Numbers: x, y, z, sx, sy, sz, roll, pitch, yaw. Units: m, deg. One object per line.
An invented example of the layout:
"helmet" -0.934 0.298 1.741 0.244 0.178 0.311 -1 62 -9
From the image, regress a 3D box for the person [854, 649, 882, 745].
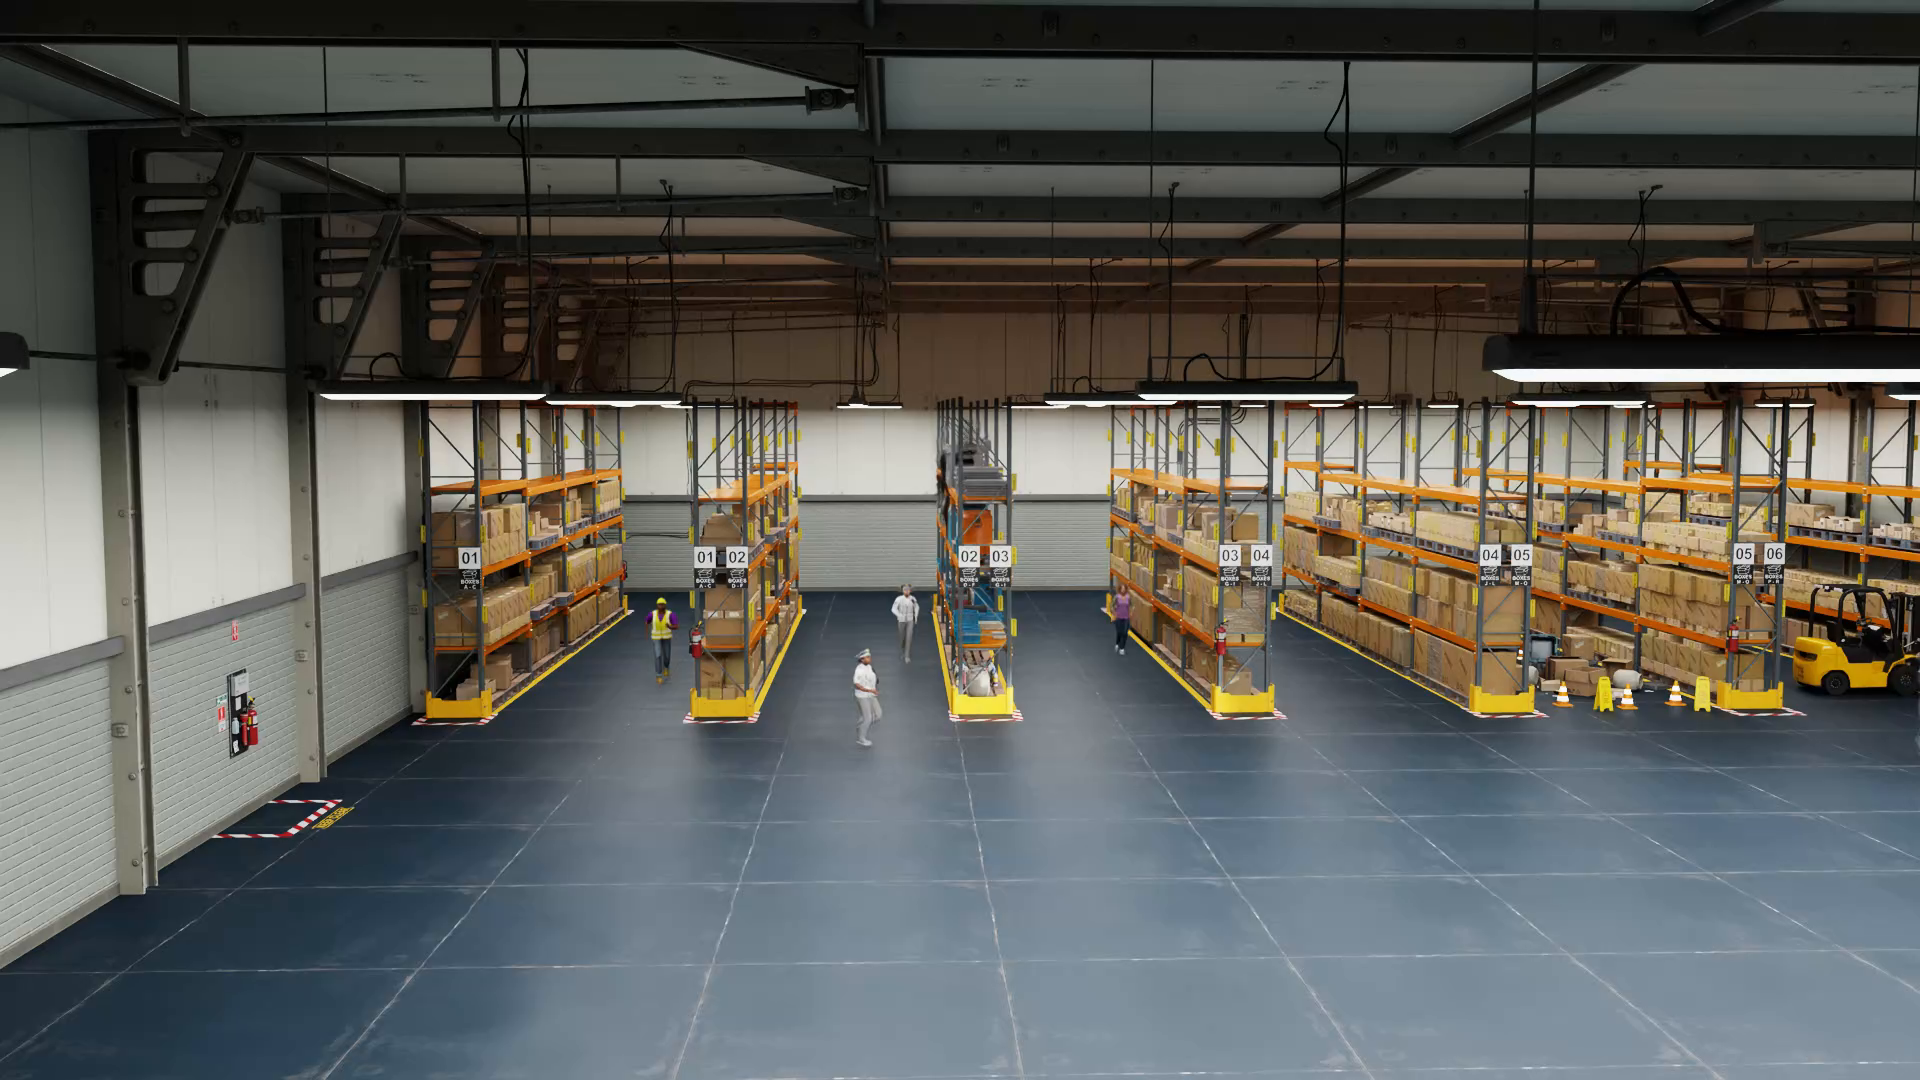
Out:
"person" -1.587 2.696 28.580 0.555 1.656 0.570 2 5 29

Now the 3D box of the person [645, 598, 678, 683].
"person" -6.304 2.097 35.162 0.700 1.754 0.963 -1 5 -11

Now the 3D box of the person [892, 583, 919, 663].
"person" -1.181 1.791 36.313 0.620 1.712 0.777 -1 4 -7

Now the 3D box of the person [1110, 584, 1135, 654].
"person" 3.658 1.773 37.303 0.554 1.580 0.488 0 4 -5
